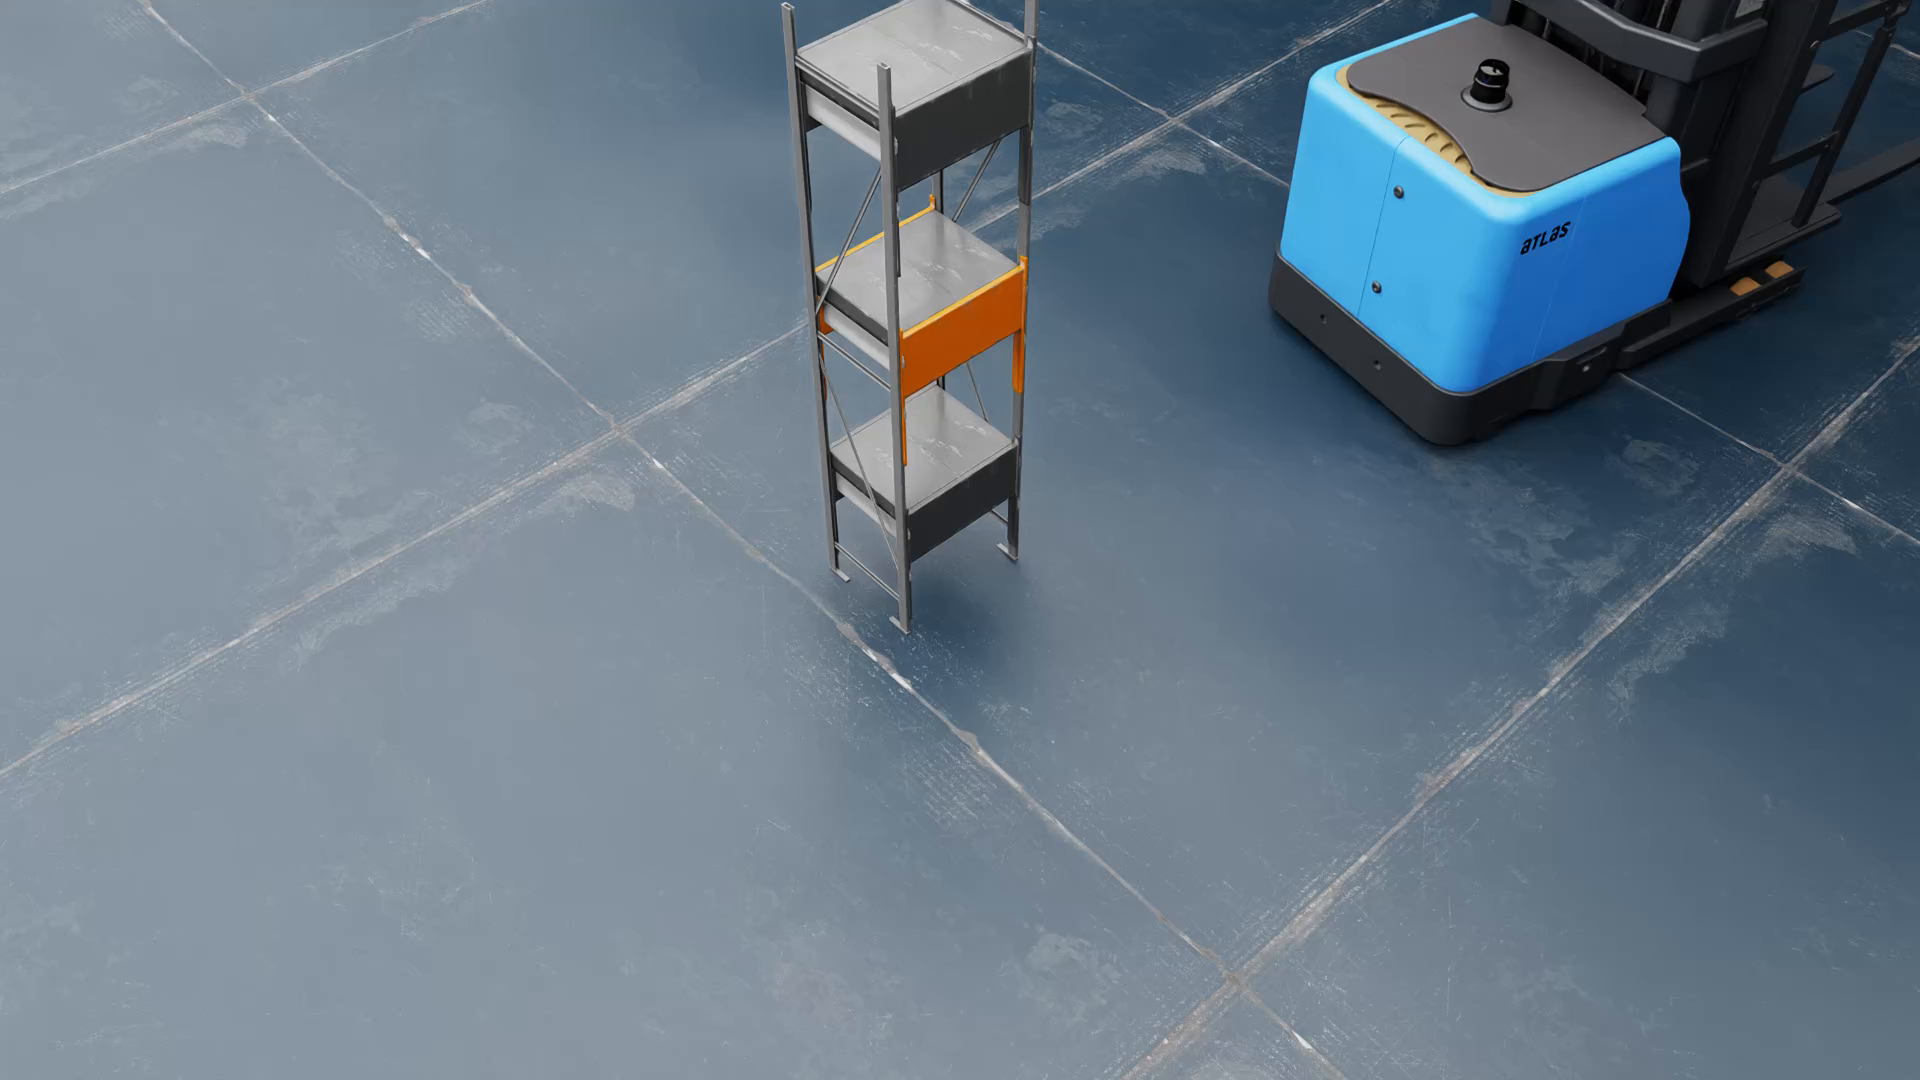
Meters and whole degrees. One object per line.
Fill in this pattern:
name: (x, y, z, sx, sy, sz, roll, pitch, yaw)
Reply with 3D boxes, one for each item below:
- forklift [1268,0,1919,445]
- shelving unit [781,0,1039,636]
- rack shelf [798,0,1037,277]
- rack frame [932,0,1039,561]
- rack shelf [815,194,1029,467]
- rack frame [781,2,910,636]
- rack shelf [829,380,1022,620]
forklift: (2.732, -2.167, 5.755, 3.031, 2.935, 1.130, -24, 52, -21)
shelving unit: (-0.122, -0.630, 4.903, 0.503, 2.100, 0.431, -34, 56, -27)
rack shelf: (-0.122, -1.096, 4.398, 0.480, 0.518, 0.431, -34, 56, -27)
rack frame: (0.058, -0.751, 5.014, 0.015, 2.100, 0.400, -34, 56, -27)
rack shelf: (-0.122, -0.621, 4.913, 0.480, 0.518, 0.431, -34, 56, -27)
rack frame: (-0.303, -0.510, 4.791, 0.015, 2.100, 0.400, -34, 56, -27)
rack shelf: (-0.122, -0.146, 5.427, 0.480, 0.518, 0.431, -34, 56, -27)
